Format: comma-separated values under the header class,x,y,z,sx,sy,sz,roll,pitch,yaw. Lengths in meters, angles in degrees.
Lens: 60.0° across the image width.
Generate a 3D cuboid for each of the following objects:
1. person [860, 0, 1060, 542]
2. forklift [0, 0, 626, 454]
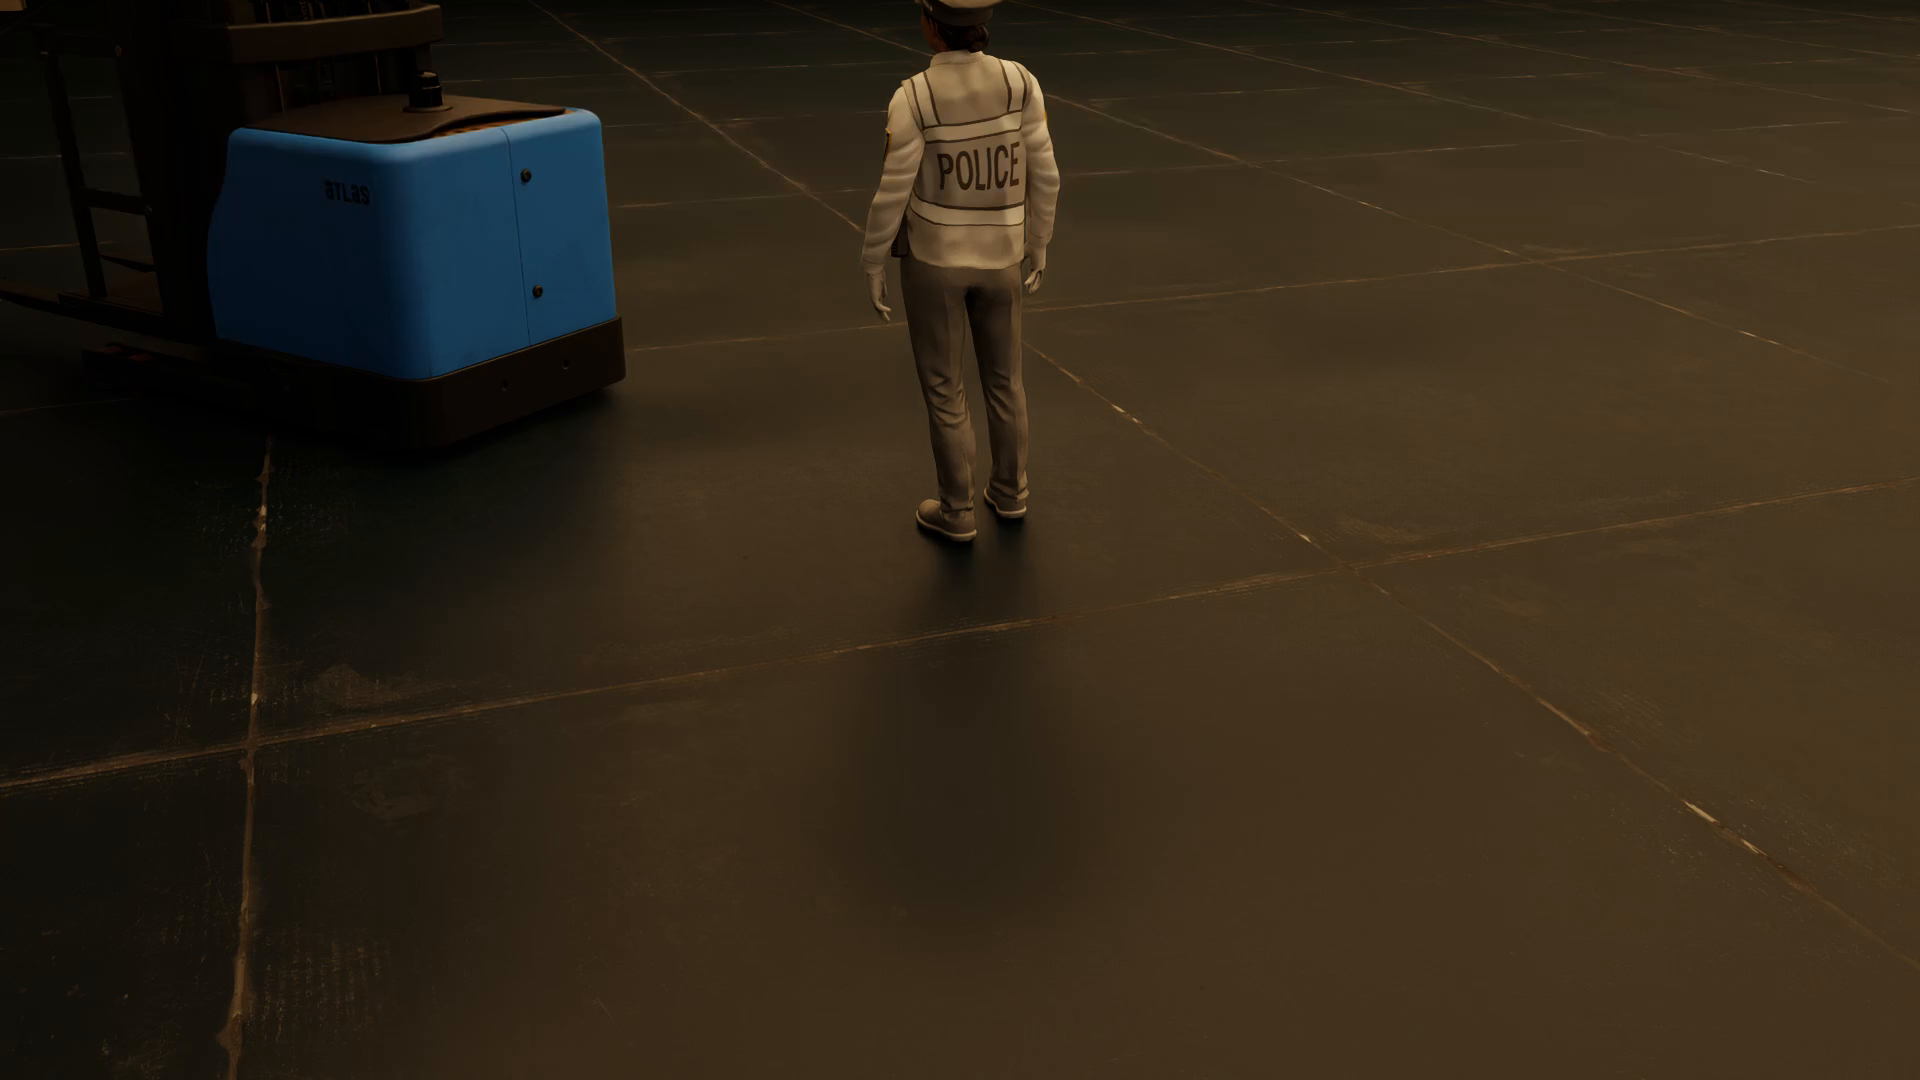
class,x,y,z,sx,sy,sz,roll,pitch,yaw
person,-0.017,-0.814,4.810,0.586,1.694,0.530,-8,24,-18
forklift,-2.807,-2.058,6.192,3.031,2.935,1.130,13,26,29
